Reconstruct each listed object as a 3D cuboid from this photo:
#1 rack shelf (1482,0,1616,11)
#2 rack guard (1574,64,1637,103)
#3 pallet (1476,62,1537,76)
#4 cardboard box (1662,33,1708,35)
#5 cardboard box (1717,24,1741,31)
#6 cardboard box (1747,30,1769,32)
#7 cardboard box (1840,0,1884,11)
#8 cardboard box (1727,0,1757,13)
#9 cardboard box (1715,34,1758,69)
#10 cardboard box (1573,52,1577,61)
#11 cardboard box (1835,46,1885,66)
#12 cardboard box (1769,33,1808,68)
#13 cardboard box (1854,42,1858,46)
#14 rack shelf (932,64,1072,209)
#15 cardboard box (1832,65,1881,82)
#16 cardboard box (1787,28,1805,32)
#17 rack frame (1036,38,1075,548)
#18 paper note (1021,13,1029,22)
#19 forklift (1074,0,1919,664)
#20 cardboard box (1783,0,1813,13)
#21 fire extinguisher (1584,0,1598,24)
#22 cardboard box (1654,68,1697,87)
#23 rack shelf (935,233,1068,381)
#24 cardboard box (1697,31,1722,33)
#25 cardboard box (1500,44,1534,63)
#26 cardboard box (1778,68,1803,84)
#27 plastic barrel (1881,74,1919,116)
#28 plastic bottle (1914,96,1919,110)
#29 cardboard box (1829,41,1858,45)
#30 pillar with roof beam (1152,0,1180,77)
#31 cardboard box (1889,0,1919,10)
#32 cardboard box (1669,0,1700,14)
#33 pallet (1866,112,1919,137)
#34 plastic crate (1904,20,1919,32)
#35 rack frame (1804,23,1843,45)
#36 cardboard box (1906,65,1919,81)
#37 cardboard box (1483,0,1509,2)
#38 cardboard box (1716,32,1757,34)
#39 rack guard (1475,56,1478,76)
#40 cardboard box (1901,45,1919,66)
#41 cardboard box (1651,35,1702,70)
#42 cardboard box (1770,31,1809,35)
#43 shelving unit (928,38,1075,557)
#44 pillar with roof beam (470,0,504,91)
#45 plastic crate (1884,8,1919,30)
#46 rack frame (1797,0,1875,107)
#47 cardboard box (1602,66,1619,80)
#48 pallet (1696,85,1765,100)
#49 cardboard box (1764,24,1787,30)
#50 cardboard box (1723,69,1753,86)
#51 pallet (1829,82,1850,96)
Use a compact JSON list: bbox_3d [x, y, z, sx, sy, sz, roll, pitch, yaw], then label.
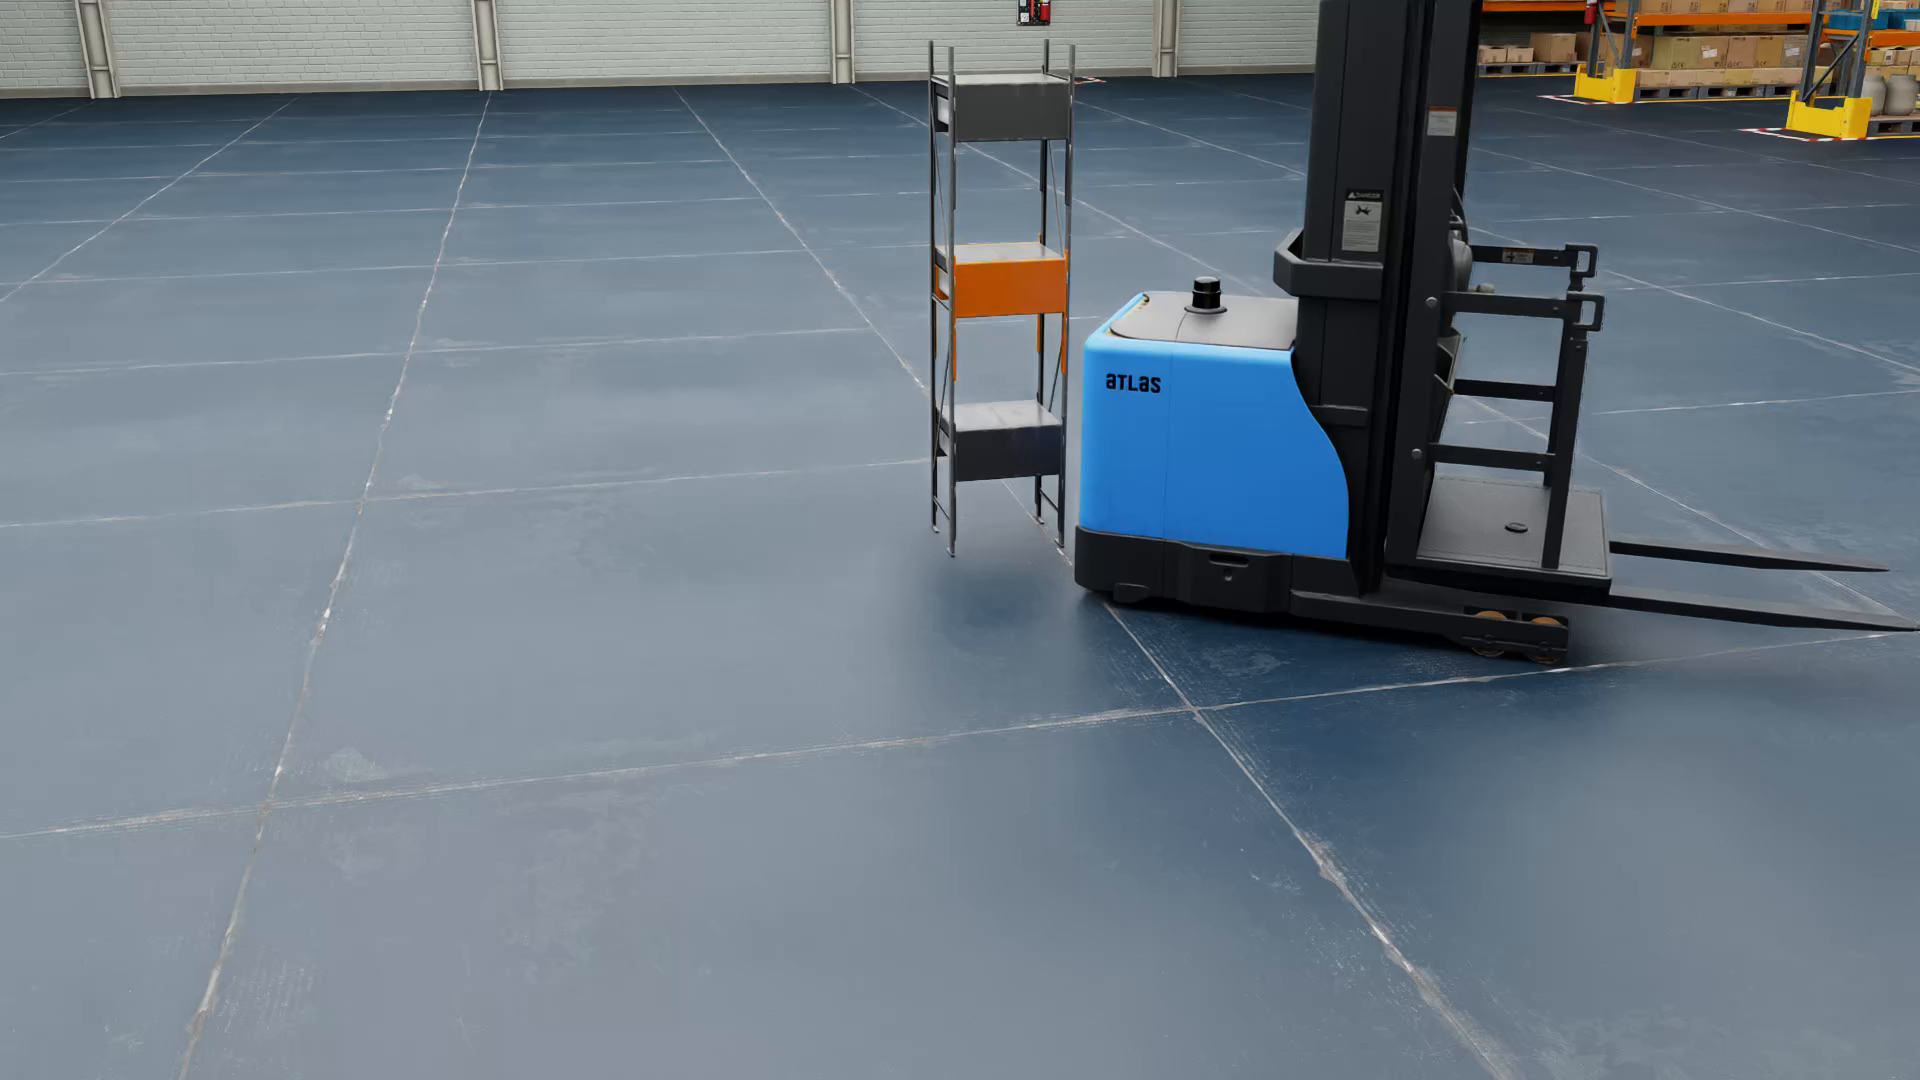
[{"bbox_3d":[11.069,-9.919,31.078,4.000,0.370,1.077,-5,21,-12],"label":"rack shelf"},{"bbox_3d":[10.243,-7.265,26.422,0.348,0.500,1.175,-5,21,-12],"label":"rack guard"},{"bbox_3d":[9.995,-8.848,31.162,1.213,0.211,1.003,-5,21,-12],"label":"pallet"},{"bbox_3d":[11.689,-7.925,26.886,0.500,0.500,0.500,-5,21,-12],"label":"cardboard box"},{"bbox_3d":[14.661,-9.943,32.001,0.500,0.250,0.500,-5,21,-14],"label":"cardboard box"},{"bbox_3d":[15.214,-9.640,32.264,0.500,0.500,0.700,-5,21,-13],"label":"cardboard box"},{"bbox_3d":[14.628,-8.741,27.033,0.500,0.250,0.500,-3,20,-9],"label":"cardboard box"},{"bbox_3d":[12.229,-8.644,26.406,0.500,0.500,0.700,-4,21,-11],"label":"cardboard box"},{"bbox_3d":[12.299,-7.785,26.503,0.500,0.500,0.500,-5,21,-12],"label":"cardboard box"},{"bbox_3d":[11.454,-9.164,31.474,0.250,0.149,0.380,-6,21,-17],"label":"cardboard box"},{"bbox_3d":[14.618,-7.876,27.027,0.500,0.311,0.500,-5,21,-12],"label":"cardboard box"},{"bbox_3d":[13.268,-7.870,26.735,0.500,0.500,0.500,-5,21,-12],"label":"cardboard box"},{"bbox_3d":[14.992,-8.098,27.633,0.500,0.311,0.500,-4,21,-11],"label":"cardboard box"},{"bbox_3d":[0.161,-1.644,6.753,0.480,0.518,0.431,-5,21,-12],"label":"rack shelf"},{"bbox_3d":[14.608,-7.613,27.123,0.500,0.250,0.500,-5,21,-14],"label":"cardboard box"},{"bbox_3d":[16.219,-9.690,32.402,0.500,0.500,0.700,-4,21,-12],"label":"cardboard box"},{"bbox_3d":[0.399,-1.018,7.042,0.015,2.100,0.400,-5,21,-12],"label":"rack frame"},{"bbox_3d":[1.164,-9.382,29.845,0.142,0.148,0.016,-5,21,-12],"label":"paper note"},{"bbox_3d":[2.033,-1.129,6.136,3.031,2.935,1.130,7,21,17],"label":"forklift"},{"bbox_3d":[13.217,-8.723,26.622,0.500,0.500,0.700,-5,21,-13],"label":"cardboard box"},{"bbox_3d":[10.044,-8.551,26.409,0.183,0.674,0.296,-5,21,-12],"label":"fire extinguisher"},{"bbox_3d":[11.325,-7.356,26.421,0.500,0.250,0.500,-5,21,-12],"label":"cardboard box"},{"bbox_3d":[0.161,-0.986,6.994,0.480,0.518,0.431,-5,21,-12],"label":"rack shelf"},{"bbox_3d":[14.219,-9.570,32.073,0.500,0.500,0.700,-5,21,-14],"label":"cardboard box"},{"bbox_3d":[10.371,-9.113,31.100,0.500,0.311,0.500,-3,20,-8],"label":"cardboard box"},{"bbox_3d":[13.269,-7.518,26.863,0.500,0.250,0.500,-5,21,-12],"label":"cardboard box"},{"bbox_3d":[12.513,-5.929,22.146,0.421,0.512,0.421,0,20,0],"label":"plastic barrel"},{"bbox_3d":[13.089,-5.967,22.673,0.097,0.201,0.097,0,20,0],"label":"plastic bottle"},{"bbox_3d":[17.654,-9.934,32.588,0.750,0.750,0.750,-5,21,-13],"label":"cardboard box"},{"bbox_3d":[4.756,-11.345,25.202,0.400,9.000,9.100,-5,21,-12],"label":"pillar with roof beam"},{"bbox_3d":[15.423,-8.902,27.109,0.500,0.500,0.500,-3,20,-9],"label":"cardboard box"},{"bbox_3d":[11.233,-8.564,26.187,0.500,0.500,0.700,-4,21,-11],"label":"cardboard box"},{"bbox_3d":[12.257,-5.558,22.179,1.213,0.211,1.003,-5,21,-12],"label":"pallet"},{"bbox_3d":[12.347,-6.622,21.414,0.250,0.136,0.298,-5,21,-12],"label":"plastic crate"},{"bbox_3d":[16.908,-10.732,32.251,0.127,3.000,1.000,-5,21,-12],"label":"rack frame"},{"bbox_3d":[15.609,-7.695,27.346,0.500,0.250,0.500,-5,21,-14],"label":"cardboard box"},{"bbox_3d":[9.670,-9.970,30.360,0.500,0.250,0.500,-5,21,-14],"label":"cardboard box"},{"bbox_3d":[12.662,-8.005,27.102,0.500,0.500,0.500,-5,21,-12],"label":"cardboard box"},{"bbox_3d":[9.196,-8.931,30.969,0.348,0.500,1.175,-5,21,-12],"label":"rack guard"},{"bbox_3d":[15.610,-7.956,27.243,0.500,0.311,0.500,-5,21,-14],"label":"cardboard box"},{"bbox_3d":[11.325,-7.707,26.291,0.500,0.500,0.500,-5,21,-12],"label":"cardboard box"},{"bbox_3d":[13.635,-8.084,27.319,0.500,0.500,0.500,-5,21,-12],"label":"cardboard box"},{"bbox_3d":[0.161,-0.999,6.989,0.503,2.100,0.431,-5,21,-12],"label":"shelving unit"},{"bbox_3d":[-6.922,-10.395,22.609,0.400,9.000,9.100,-5,21,-12],"label":"pillar with roof beam"},{"bbox_3d":[12.454,-6.902,22.012,0.408,0.251,0.499,-5,21,-12],"label":"plastic crate"},{"bbox_3d":[11.402,-6.783,21.470,0.127,3.000,1.000,-5,21,-12],"label":"rack frame"},{"bbox_3d":[10.720,-7.488,26.783,0.500,0.250,0.500,-5,21,-12],"label":"cardboard box"},{"bbox_3d":[12.186,-7.302,26.940,1.213,0.211,1.003,-5,21,-12],"label":"pallet"},{"bbox_3d":[15.650,-10.018,32.207,0.500,0.250,0.500,-4,21,-11],"label":"cardboard box"},{"bbox_3d":[12.299,-7.433,26.633,0.500,0.250,0.500,-5,21,-12],"label":"cardboard box"},{"bbox_3d":[14.867,-7.520,27.536,1.213,0.211,1.003,-5,21,-12],"label":"pallet"}]
